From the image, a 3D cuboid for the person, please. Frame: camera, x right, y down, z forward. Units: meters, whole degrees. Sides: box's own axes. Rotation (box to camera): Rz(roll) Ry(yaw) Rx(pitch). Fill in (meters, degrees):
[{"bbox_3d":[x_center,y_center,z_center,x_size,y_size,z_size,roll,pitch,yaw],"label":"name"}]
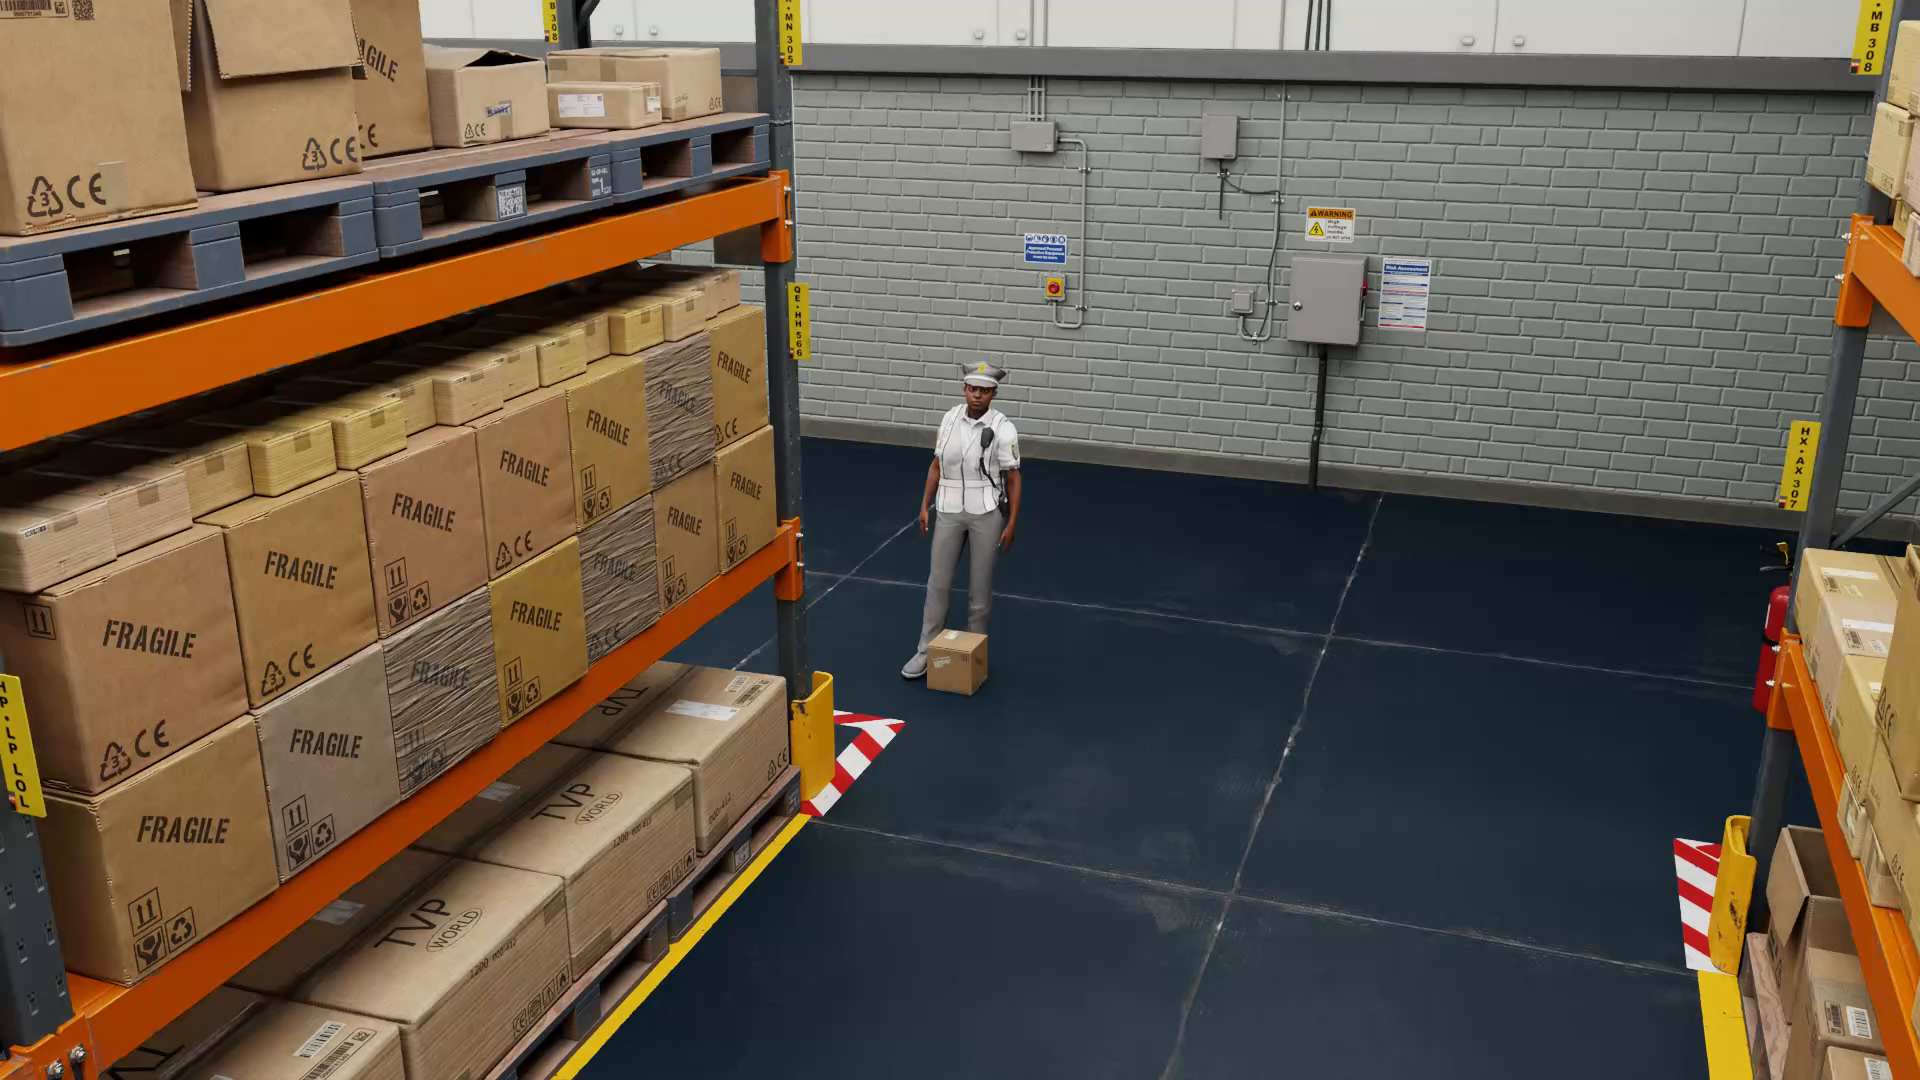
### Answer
[{"bbox_3d":[0.021,-0.109,8.802,0.570,1.695,0.529,6,20,18],"label":"person"}]
